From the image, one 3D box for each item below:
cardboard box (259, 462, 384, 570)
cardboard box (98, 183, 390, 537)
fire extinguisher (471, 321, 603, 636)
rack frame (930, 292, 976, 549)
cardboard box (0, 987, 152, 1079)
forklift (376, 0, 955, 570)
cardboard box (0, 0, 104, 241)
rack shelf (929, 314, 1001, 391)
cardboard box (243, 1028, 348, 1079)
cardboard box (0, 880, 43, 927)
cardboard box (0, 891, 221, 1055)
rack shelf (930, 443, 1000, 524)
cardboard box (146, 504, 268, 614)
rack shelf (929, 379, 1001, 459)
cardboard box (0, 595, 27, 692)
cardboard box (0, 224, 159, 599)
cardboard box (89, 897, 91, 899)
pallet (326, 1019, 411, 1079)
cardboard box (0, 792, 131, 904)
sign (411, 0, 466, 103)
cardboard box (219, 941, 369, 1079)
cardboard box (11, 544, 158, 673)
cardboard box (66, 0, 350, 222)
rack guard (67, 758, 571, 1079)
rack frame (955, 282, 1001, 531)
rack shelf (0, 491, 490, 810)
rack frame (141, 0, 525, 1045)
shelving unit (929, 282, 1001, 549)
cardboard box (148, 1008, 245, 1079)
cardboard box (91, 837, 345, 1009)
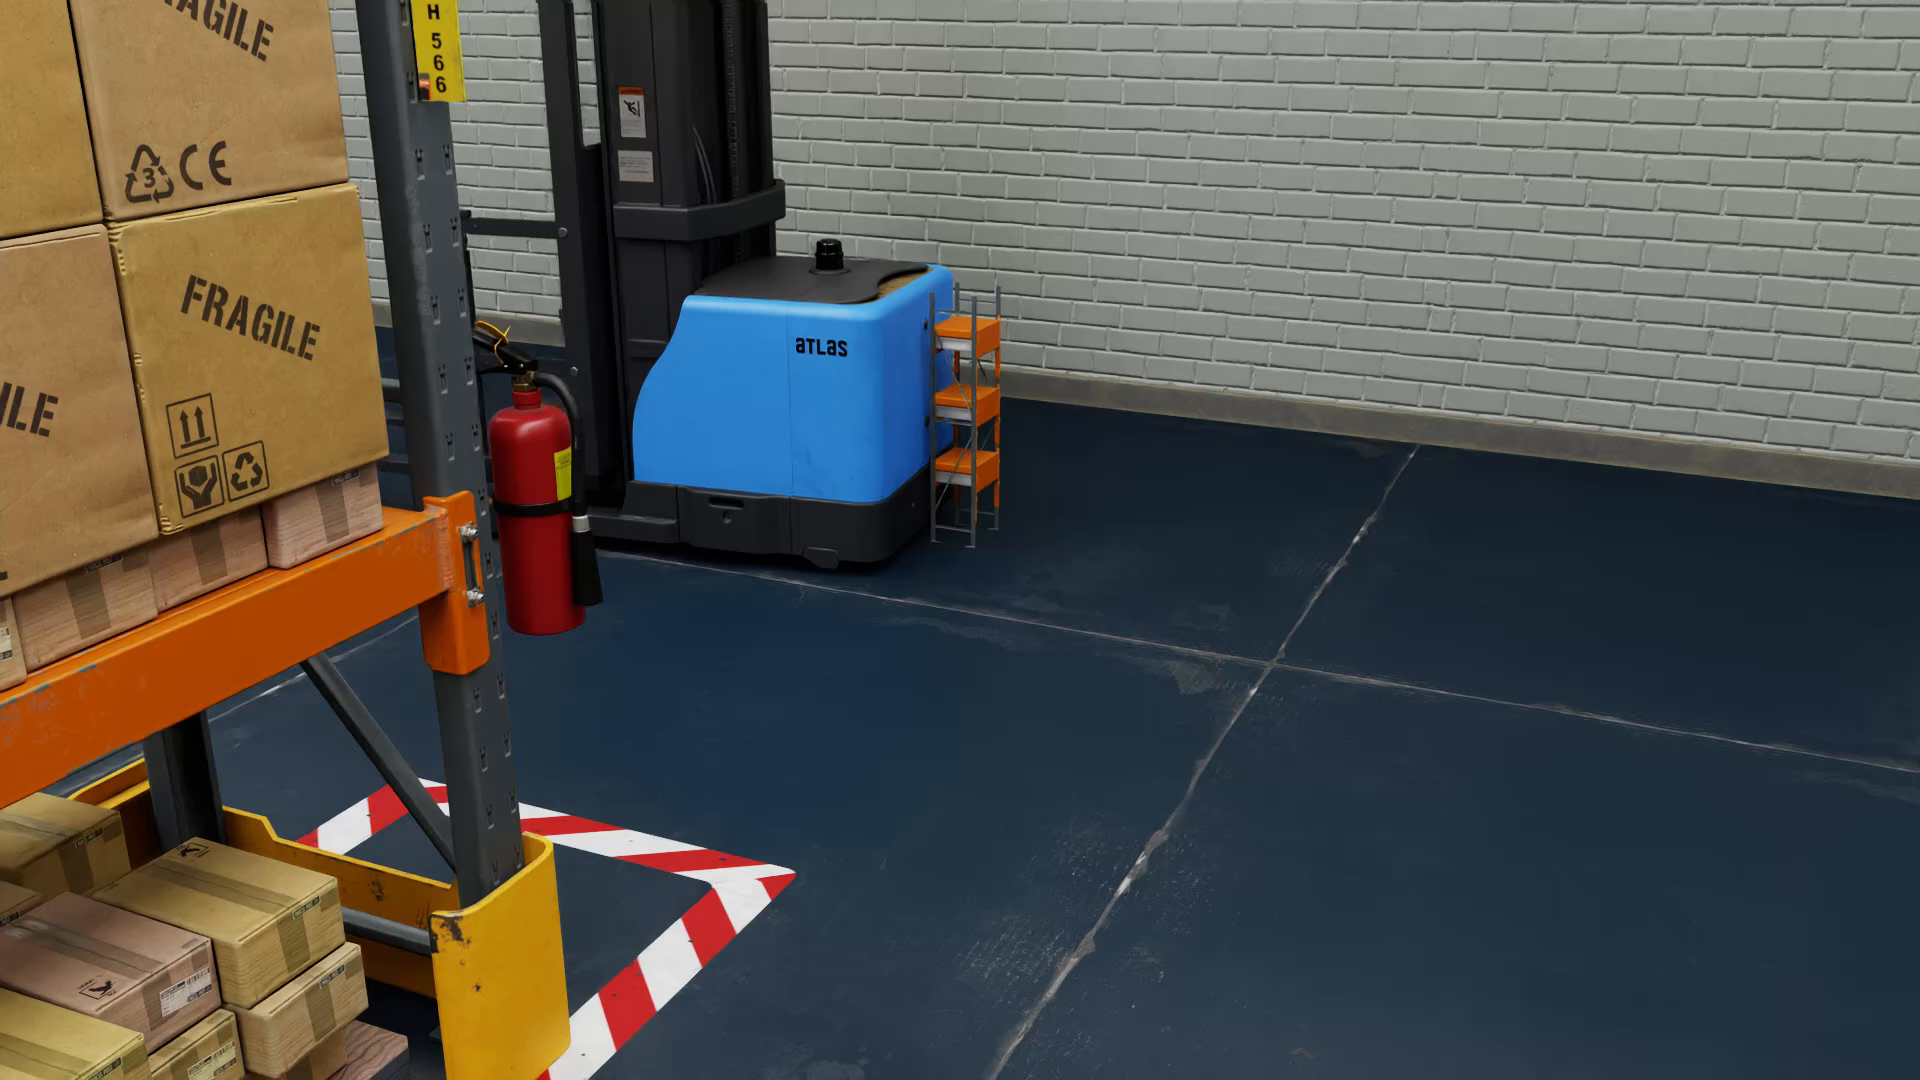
[{"bbox_3d":[-1.308,-0.078,3.087,0.380,0.149,0.250,9,21,23],"label":"cardboard box"},{"bbox_3d":[-1.382,-0.350,2.882,0.500,0.500,0.500,9,21,24],"label":"cardboard box"},{"bbox_3d":[-0.909,-0.136,3.548,0.296,0.674,0.183,9,21,23],"label":"fire extinguisher"},{"bbox_3d":[-0.028,-0.474,6.734,0.200,1.050,0.008,9,21,23],"label":"rack frame"},{"bbox_3d":[-1.564,0.892,2.723,0.380,0.149,0.250,8,21,21],"label":"cardboard box"},{"bbox_3d":[-1.590,-1.536,6.914,3.031,2.935,1.130,6,20,17],"label":"forklift"},{"bbox_3d":[-1.601,-0.664,2.275,0.500,0.500,0.500,8,21,21],"label":"cardboard box"},{"bbox_3d":[0.022,-0.768,6.747,0.215,0.259,0.240,9,21,23],"label":"rack shelf"},{"bbox_3d":[-1.458,1.000,3.308,0.380,0.149,0.250,9,21,24],"label":"cardboard box"},{"bbox_3d":[-1.960,0.744,3.139,0.380,0.149,0.250,9,21,24],"label":"cardboard box"},{"bbox_3d":[-1.574,0.796,2.995,0.380,0.149,0.250,9,21,24],"label":"cardboard box"},{"bbox_3d":[0.022,-0.239,6.936,0.215,0.259,0.240,9,21,23],"label":"rack shelf"},{"bbox_3d":[-1.445,-0.007,2.888,0.380,0.149,0.250,9,21,23],"label":"cardboard box"},{"bbox_3d":[0.022,-0.501,6.842,0.215,0.259,0.240,9,21,23],"label":"rack shelf"},{"bbox_3d":[-1.617,0.153,2.438,0.380,0.149,0.250,9,22,24],"label":"cardboard box"},{"bbox_3d":[-1.598,-0.193,2.441,0.500,0.500,0.500,8,21,22],"label":"cardboard box"},{"bbox_3d":[-1.882,0.795,3.440,0.380,0.149,0.250,10,22,25],"label":"cardboard box"},{"bbox_3d":[-1.829,1.246,3.151,1.003,0.211,1.213,9,21,23],"label":"pallet"},{"bbox_3d":[-1.957,0.644,3.422,0.380,0.149,0.250,8,21,20],"label":"cardboard box"},{"bbox_3d":[-0.935,-0.947,2.956,0.100,0.325,0.005,9,21,23],"label":"sign"},{"bbox_3d":[-1.389,0.871,3.228,0.380,0.149,0.250,8,21,21],"label":"cardboard box"},{"bbox_3d":[-1.533,0.071,2.666,0.380,0.149,0.250,8,21,22],"label":"cardboard box"},{"bbox_3d":[-1.393,-0.819,2.711,0.500,0.500,0.500,8,21,22],"label":"cardboard box"},{"bbox_3d":[-1.464,0.866,3.788,1.175,0.500,0.348,9,21,23],"label":"rack guard"},{"bbox_3d":[0.072,-0.548,6.944,0.200,1.050,0.008,9,21,23],"label":"rack frame"},{"bbox_3d":[-2.252,0.615,1.835,1.077,0.370,4.000,9,21,23],"label":"rack shelf"},{"bbox_3d":[-1.433,-0.335,3.434,1.000,3.000,0.127,9,21,23],"label":"rack frame"},{"bbox_3d":[0.022,-0.511,6.839,0.215,1.050,0.252,9,21,23],"label":"shelving unit"},{"bbox_3d":[-1.545,0.943,3.024,0.380,0.149,0.250,8,21,21],"label":"cardboard box"},{"bbox_3d":[-1.418,0.727,3.189,0.380,0.149,0.250,9,21,23],"label":"cardboard box"}]
